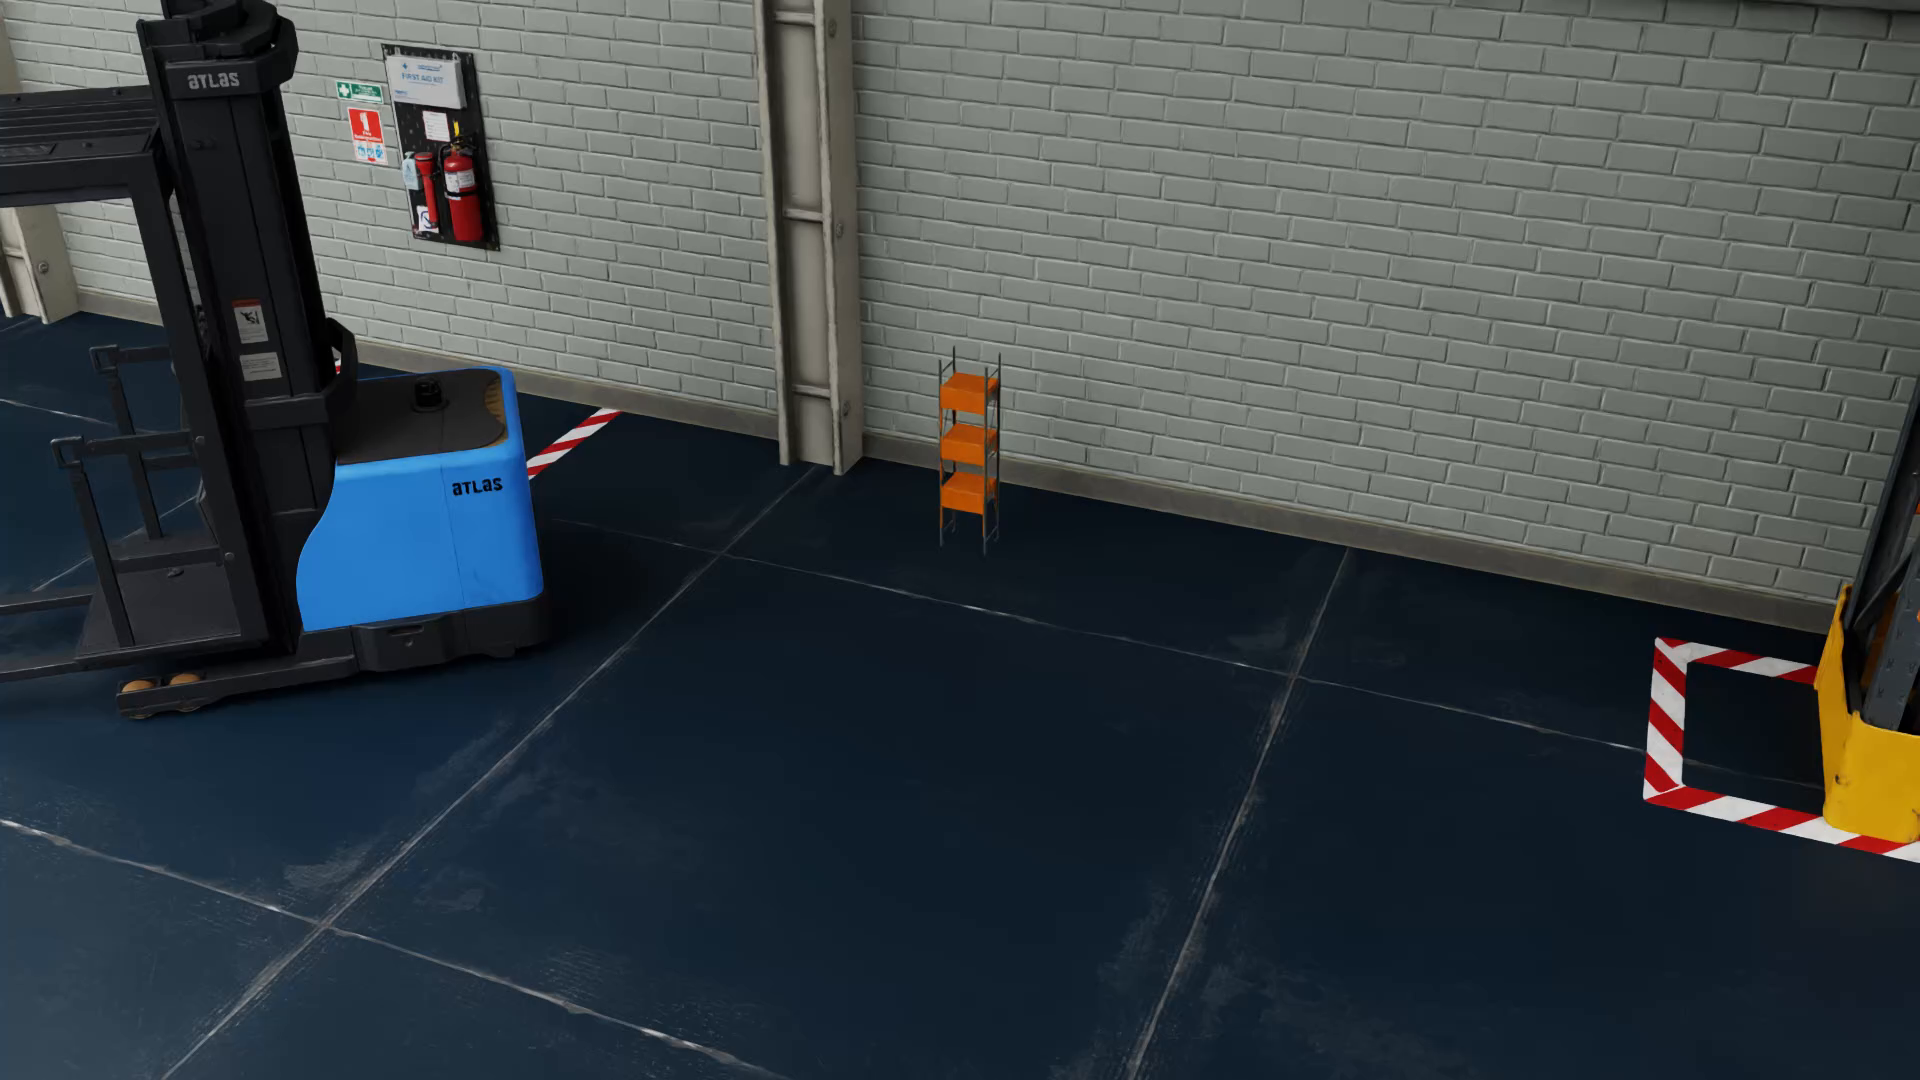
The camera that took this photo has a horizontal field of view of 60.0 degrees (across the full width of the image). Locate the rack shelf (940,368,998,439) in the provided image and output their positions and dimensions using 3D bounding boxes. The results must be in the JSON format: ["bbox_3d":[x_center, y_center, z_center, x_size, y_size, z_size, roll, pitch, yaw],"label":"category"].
[{"bbox_3d":[0.050,-0.685,8.340,0.240,0.259,0.215,11,31,19],"label":"rack shelf"}]

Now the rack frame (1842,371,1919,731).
[{"bbox_3d":[3.795,-0.400,6.409,0.127,3.000,1.000,11,31,19],"label":"rack frame"}]

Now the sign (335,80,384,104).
[{"bbox_3d":[-3.539,-2.640,9.797,0.331,0.109,0.001,11,31,19],"label":"sign"}]

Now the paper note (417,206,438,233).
[{"bbox_3d":[-3.205,-1.930,10.011,0.142,0.148,0.016,11,31,19],"label":"paper note"}]

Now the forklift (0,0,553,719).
[{"bbox_3d":[-3.492,-0.775,7.143,3.031,2.935,1.130,-8,30,-14],"label":"forklift"}]

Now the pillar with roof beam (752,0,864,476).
[{"bbox_3d":[-2.410,-2.423,3.892,0.400,9.000,9.100,11,31,19],"label":"pillar with roof beam"}]

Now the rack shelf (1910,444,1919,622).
[{"bbox_3d":[5.648,0.283,5.931,4.000,0.370,1.077,11,31,19],"label":"rack shelf"}]

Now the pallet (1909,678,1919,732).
[{"bbox_3d":[4.605,0.995,6.776,1.213,0.211,1.003,11,31,19],"label":"pallet"}]

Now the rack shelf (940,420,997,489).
[{"bbox_3d":[0.050,-0.438,8.479,0.240,0.259,0.215,11,31,19],"label":"rack shelf"}]

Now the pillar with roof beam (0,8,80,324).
[{"bbox_3d":[-7.969,-3.533,5.856,0.400,9.000,9.100,11,31,19],"label":"pillar with roof beam"}]

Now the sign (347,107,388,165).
[{"bbox_3d":[-3.540,-2.414,9.936,0.234,0.329,0.001,11,31,19],"label":"sign"}]

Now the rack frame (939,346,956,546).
[{"bbox_3d":[-0.063,-0.470,8.514,0.008,1.050,0.200,11,31,19],"label":"rack frame"}]

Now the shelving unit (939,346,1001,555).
[{"bbox_3d":[0.050,-0.447,8.474,0.252,1.050,0.215,11,31,19],"label":"shelving unit"}]

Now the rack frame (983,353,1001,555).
[{"bbox_3d":[0.163,-0.425,8.434,0.008,1.050,0.200,11,31,19],"label":"rack frame"}]

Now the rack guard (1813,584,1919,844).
[{"bbox_3d":[3.865,0.703,6.999,0.348,0.500,1.175,11,31,19],"label":"rack guard"}]

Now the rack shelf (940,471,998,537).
[{"bbox_3d":[0.050,-0.196,8.616,0.240,0.259,0.215,11,31,19],"label":"rack shelf"}]

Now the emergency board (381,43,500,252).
[{"bbox_3d":[-3.067,-2.249,9.681,0.643,1.169,0.194,11,31,19],"label":"emergency board"}]
